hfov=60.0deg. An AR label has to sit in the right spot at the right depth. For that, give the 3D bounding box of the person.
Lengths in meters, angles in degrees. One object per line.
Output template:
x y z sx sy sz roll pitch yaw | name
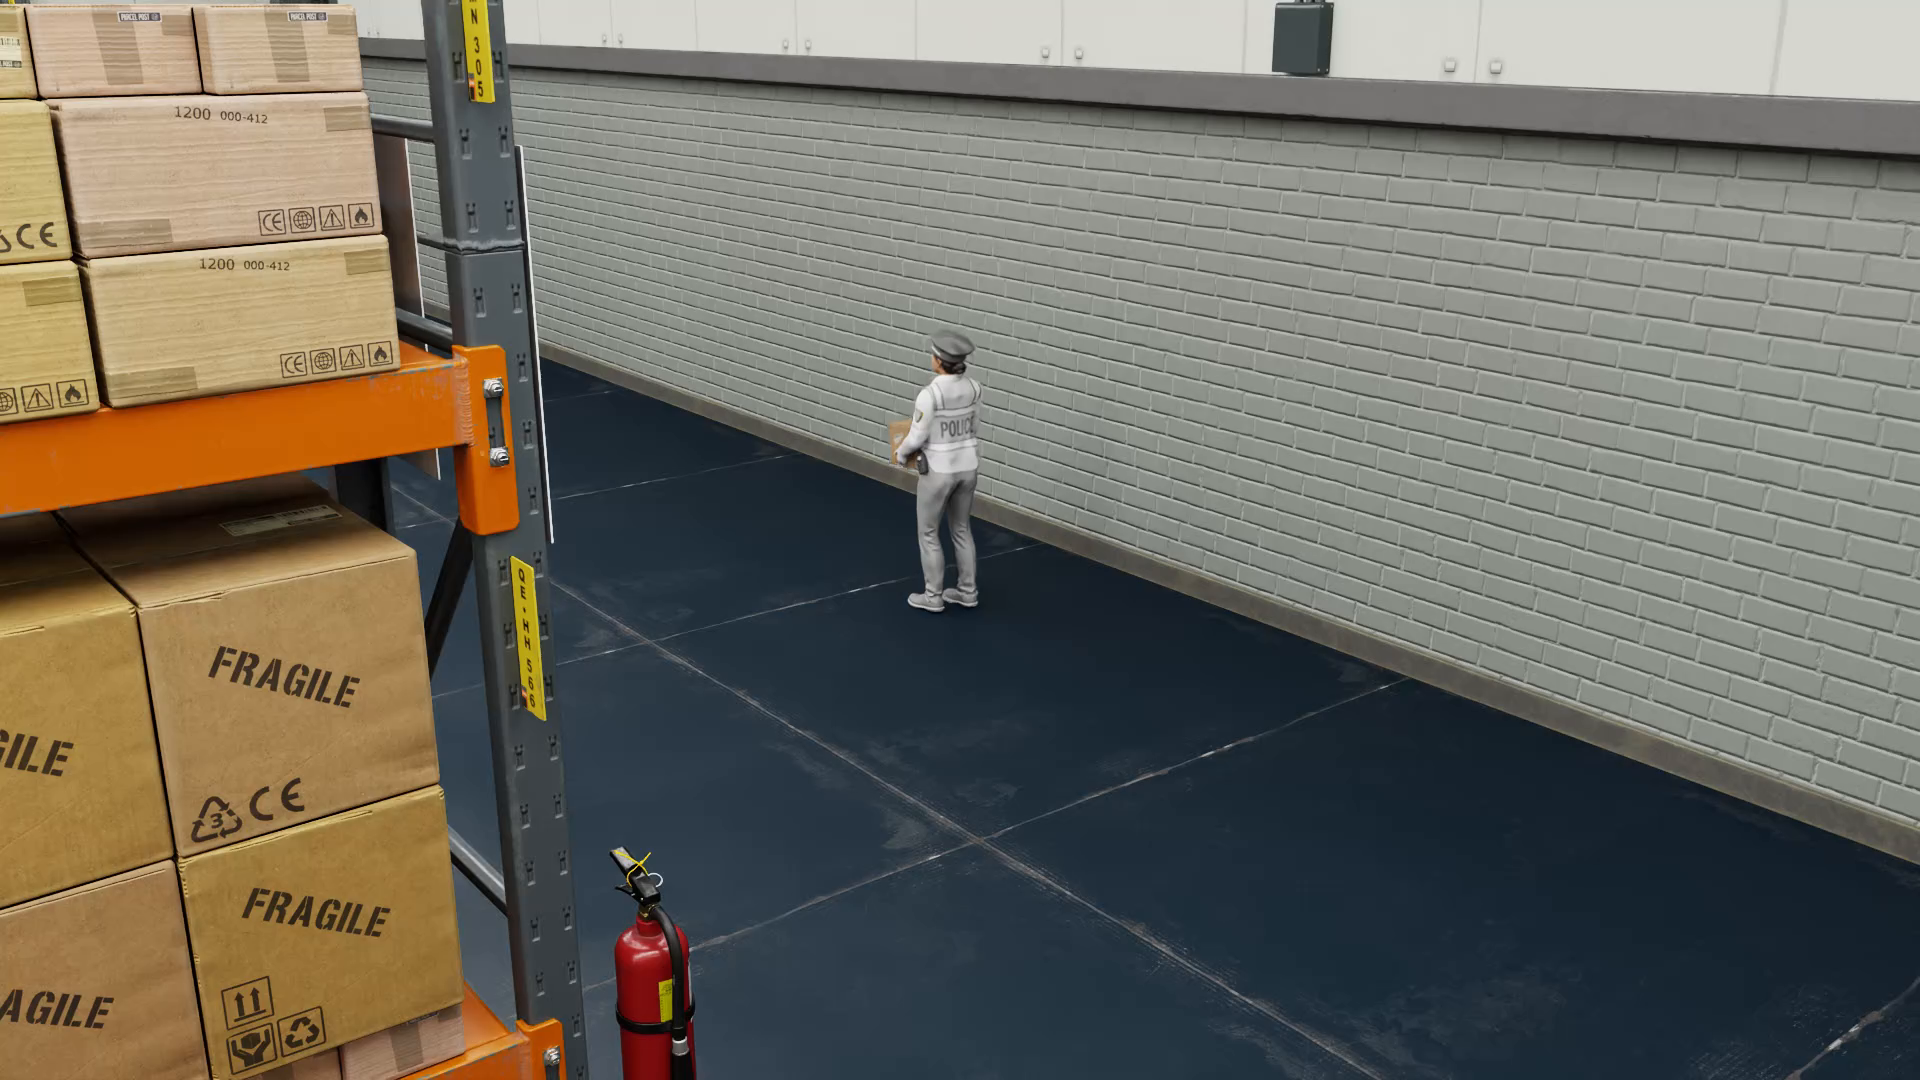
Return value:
-0.126 -0.412 9.782 0.482 1.692 0.517 -14 22 -36 | person
